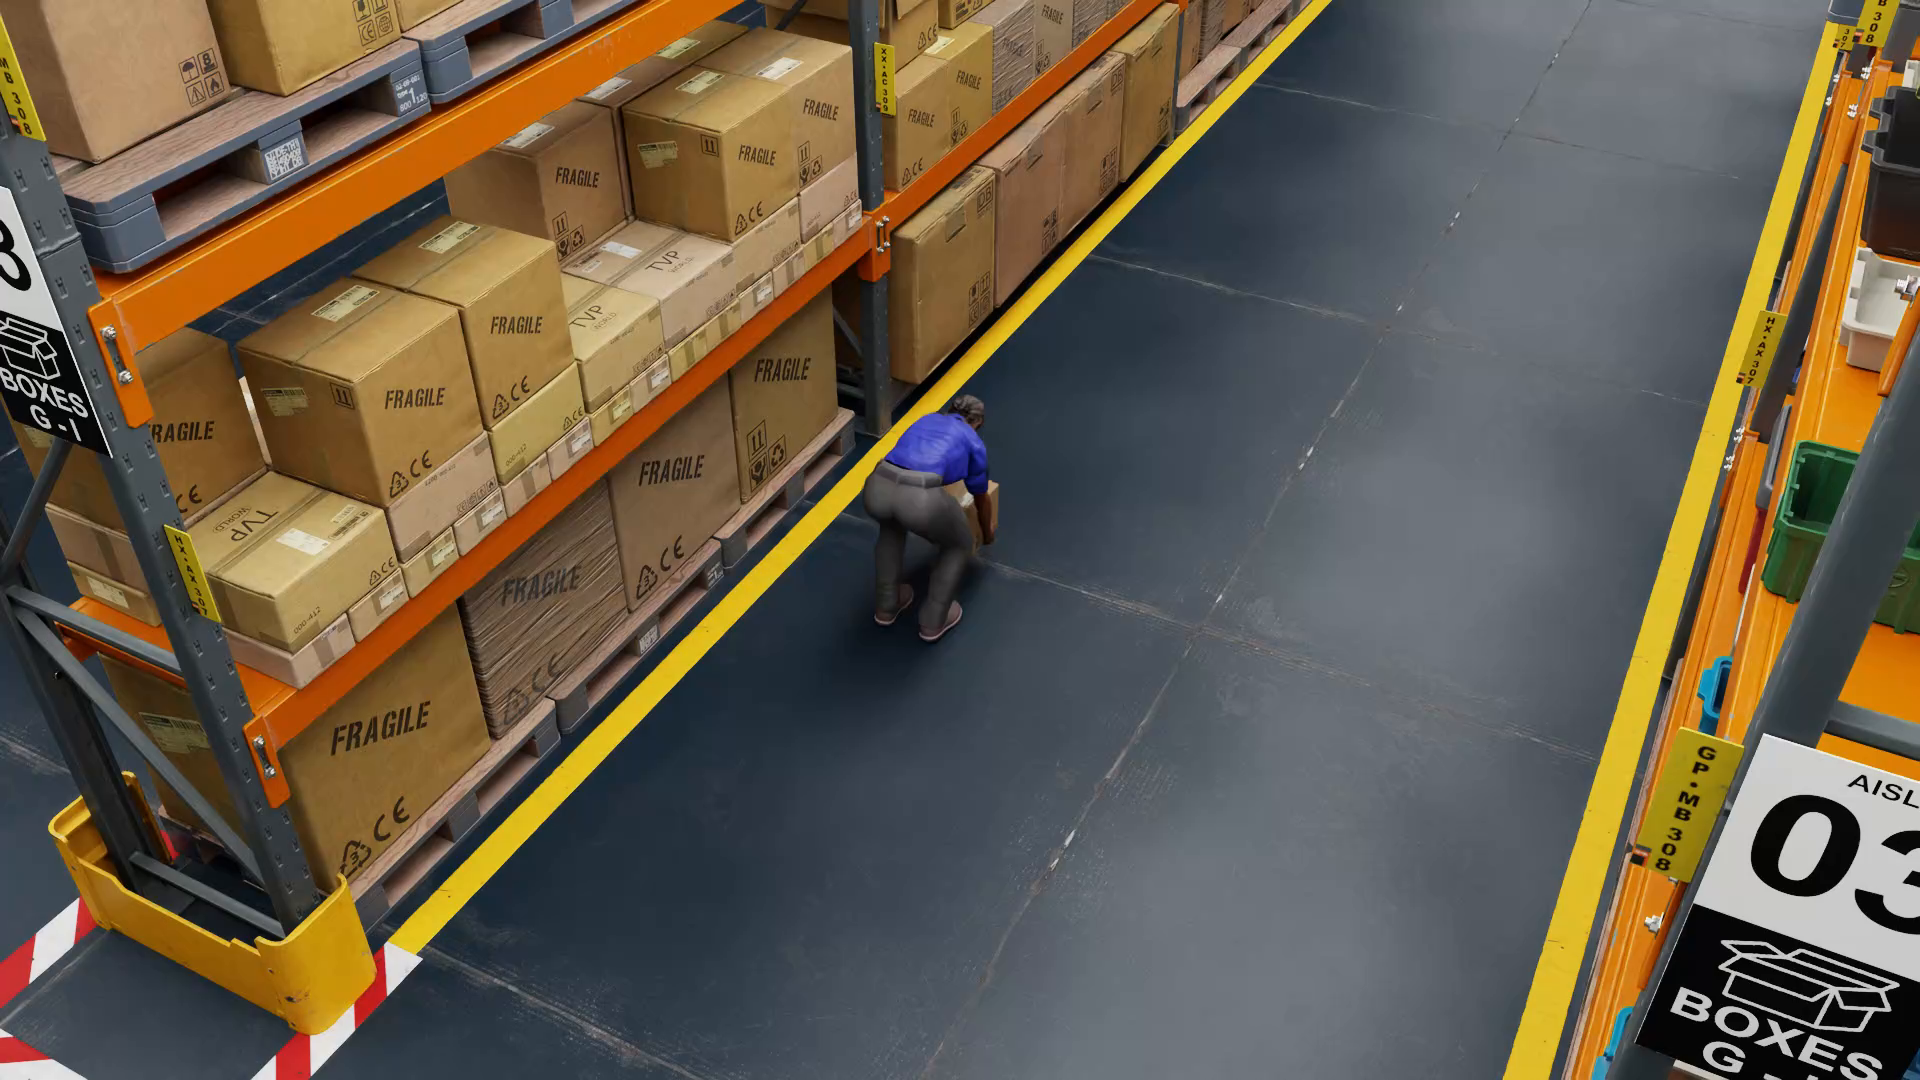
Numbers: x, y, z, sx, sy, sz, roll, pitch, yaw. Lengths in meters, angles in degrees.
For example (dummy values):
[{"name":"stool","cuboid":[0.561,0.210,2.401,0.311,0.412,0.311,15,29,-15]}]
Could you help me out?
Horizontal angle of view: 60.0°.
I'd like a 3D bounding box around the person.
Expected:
[{"name":"person","cuboid":[-0.114,-0.123,7.481,0.445,0.954,0.876,16,41,19]}]
